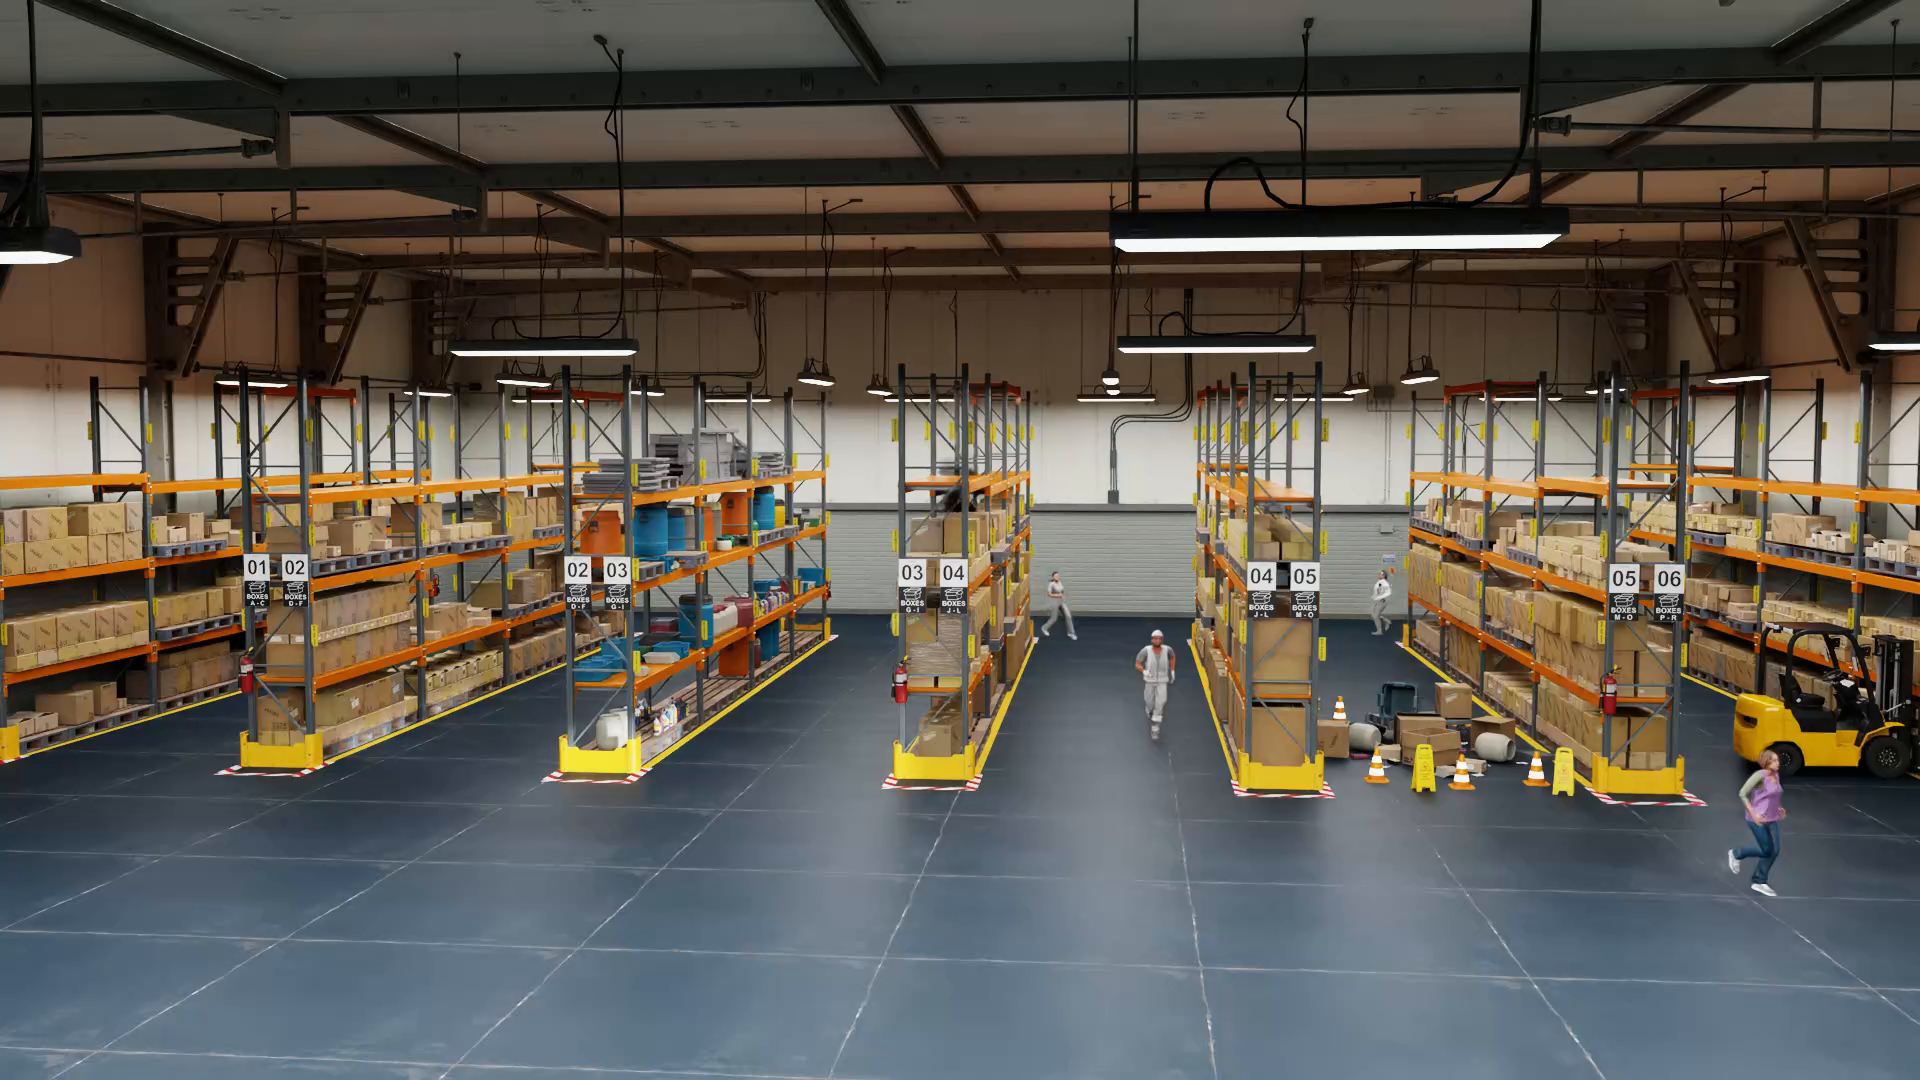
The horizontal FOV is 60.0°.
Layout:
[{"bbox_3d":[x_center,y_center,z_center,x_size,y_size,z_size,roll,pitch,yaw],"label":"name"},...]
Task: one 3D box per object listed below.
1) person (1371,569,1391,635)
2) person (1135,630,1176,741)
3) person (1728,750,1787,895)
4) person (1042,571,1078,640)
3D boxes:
[{"bbox_3d":[10.467,1.534,41.228,0.578,1.640,0.616,-1,4,-11],"label":"person"},{"bbox_3d":[3.223,2.353,27.410,0.684,1.775,1.028,0,4,1],"label":"person"},{"bbox_3d":[8.744,3.065,18.239,0.559,1.565,0.557,-2,4,-33],"label":"person"},{"bbox_3d":[2.359,1.582,40.480,0.590,1.658,0.964,-3,5,-40],"label":"person"}]
